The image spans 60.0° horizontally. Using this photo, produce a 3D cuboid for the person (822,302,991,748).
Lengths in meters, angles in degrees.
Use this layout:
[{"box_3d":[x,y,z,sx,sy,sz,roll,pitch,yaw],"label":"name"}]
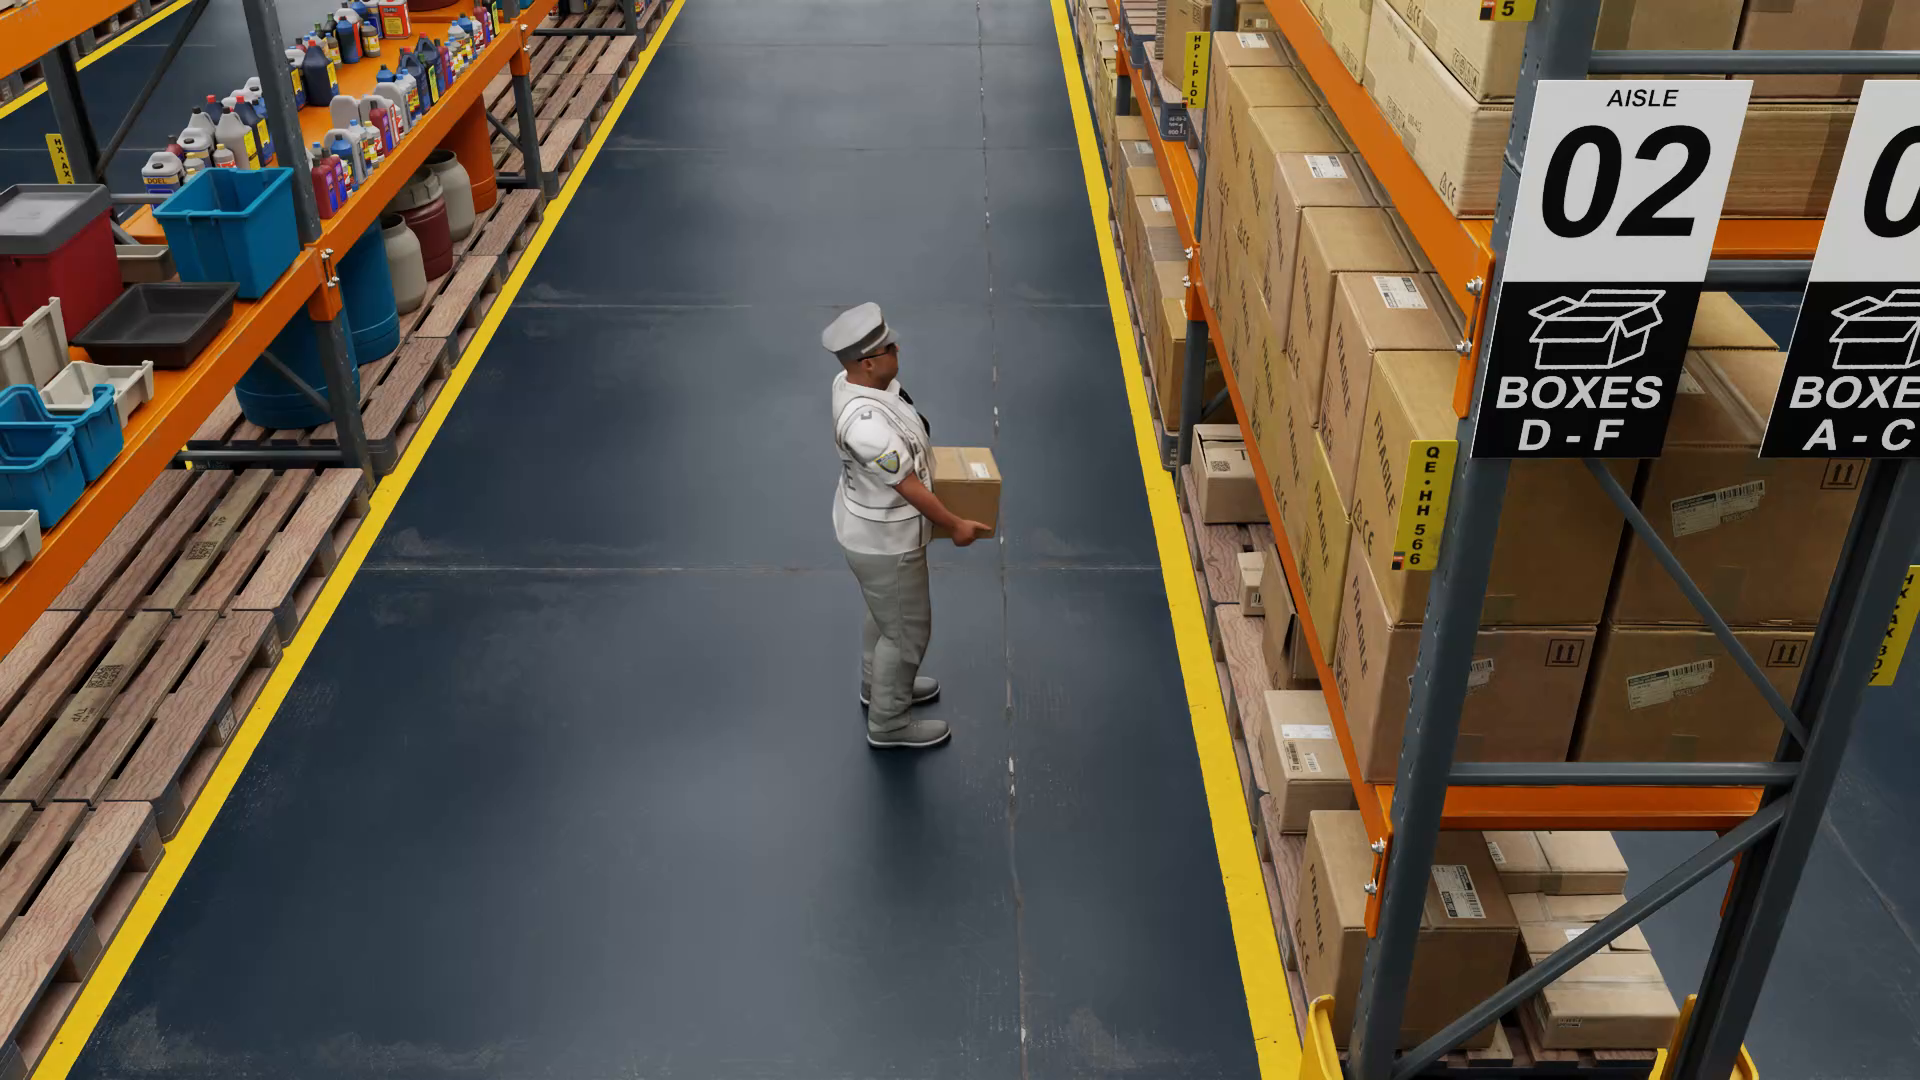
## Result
[{"box_3d":[-0.196,-0.057,6.202,0.573,1.767,0.489,-5,32,-8],"label":"person"}]
